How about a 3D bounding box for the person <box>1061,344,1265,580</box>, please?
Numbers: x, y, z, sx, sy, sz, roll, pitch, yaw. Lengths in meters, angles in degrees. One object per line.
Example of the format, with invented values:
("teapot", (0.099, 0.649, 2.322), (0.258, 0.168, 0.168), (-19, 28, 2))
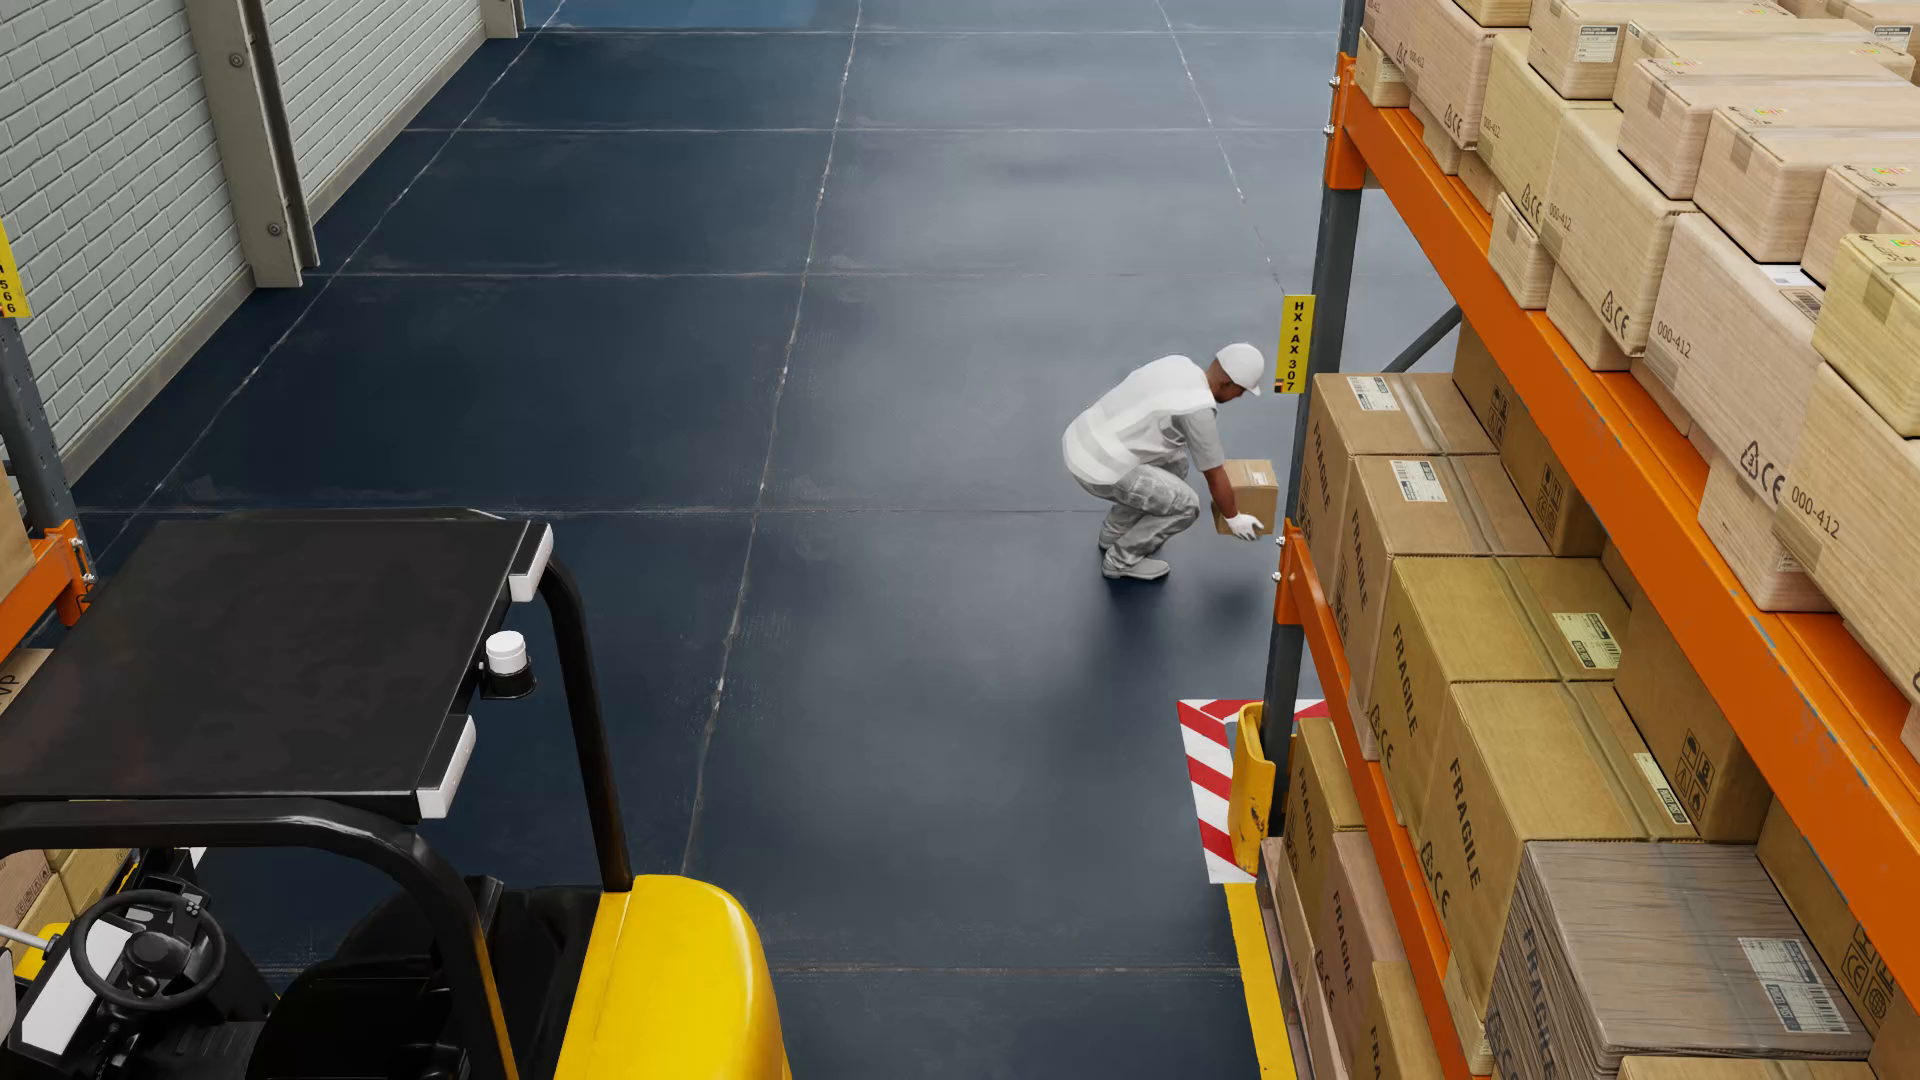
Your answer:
("person", (0.907, -0.383, 7.454), (0.902, 1.053, 0.582), (0, 31, 0))
